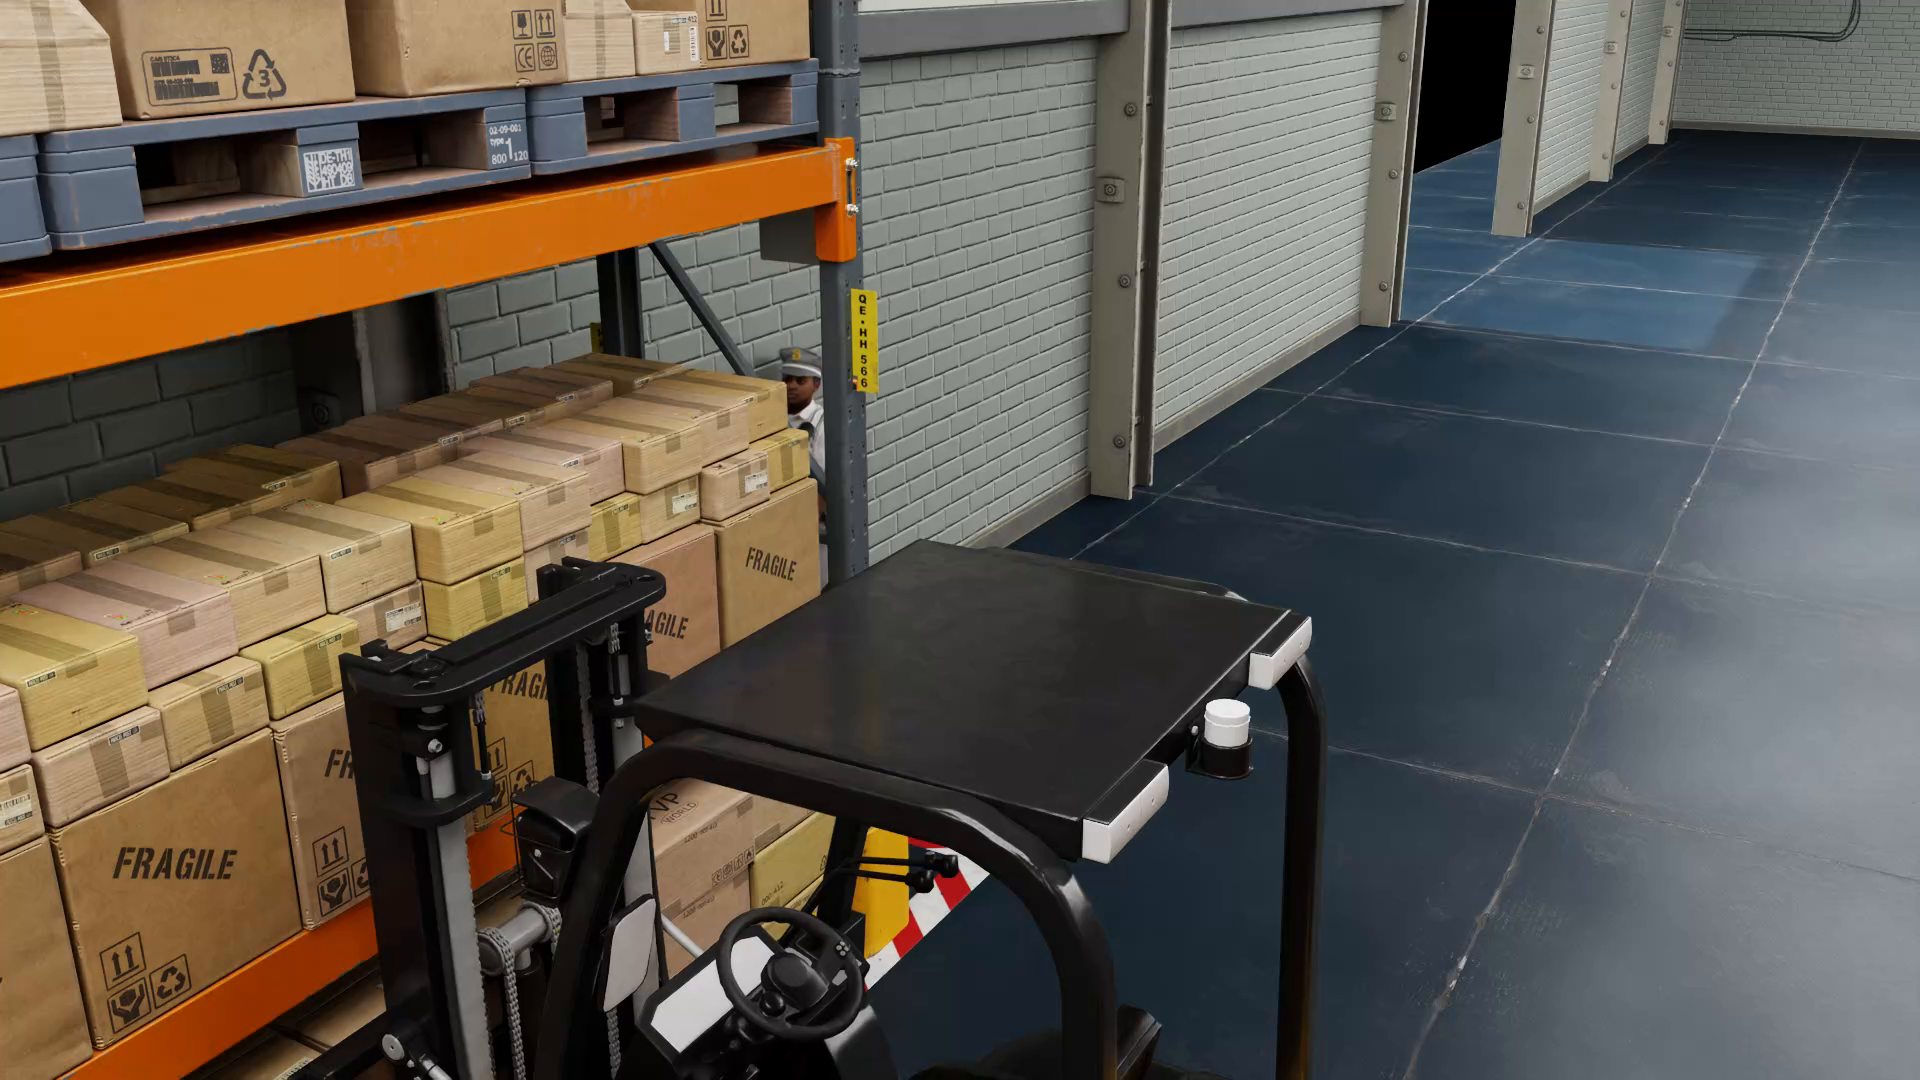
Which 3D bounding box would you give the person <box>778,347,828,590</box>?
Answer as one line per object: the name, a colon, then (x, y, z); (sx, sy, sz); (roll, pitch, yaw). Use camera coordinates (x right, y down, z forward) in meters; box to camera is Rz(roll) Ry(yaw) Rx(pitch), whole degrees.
person: (-0.789, -0.041, 7.626); (0.489, 1.695, 0.526); (8, 21, 21)
